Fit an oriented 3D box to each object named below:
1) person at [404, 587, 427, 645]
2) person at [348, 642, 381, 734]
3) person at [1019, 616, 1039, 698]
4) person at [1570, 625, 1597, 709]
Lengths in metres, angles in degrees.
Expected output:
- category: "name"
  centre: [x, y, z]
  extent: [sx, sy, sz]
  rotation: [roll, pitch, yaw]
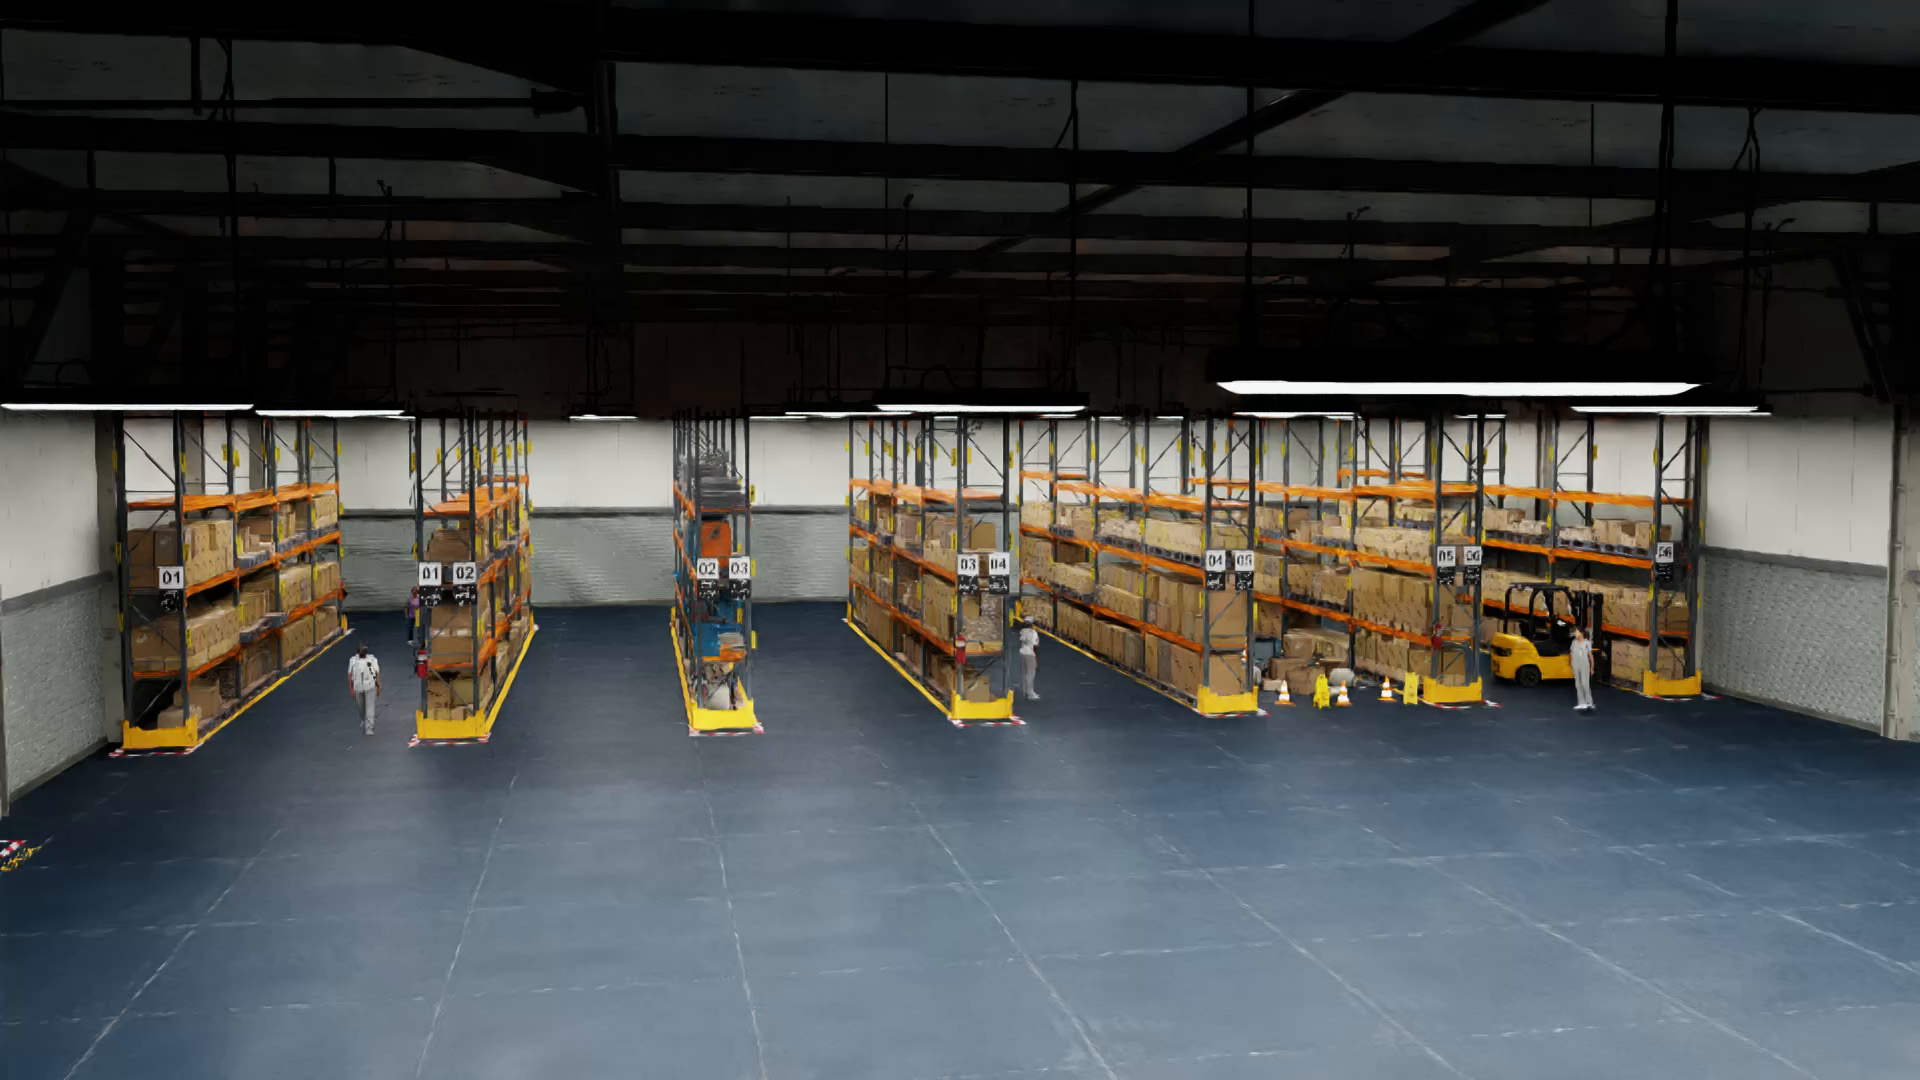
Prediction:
- category: "person"
  centre: [-13.887, 1.945, 42.412]
  extent: [0.566, 1.541, 0.519]
  rotation: [-1, 4, -14]
- category: "person"
  centre: [-10.969, 2.695, 30.571]
  extent: [0.542, 1.675, 1.125]
  rotation: [-1, 4, -9]
- category: "person"
  centre: [1.455, 2.421, 34.529]
  extent: [0.422, 1.677, 0.502]
  rotation: [-3, 5, -40]
- category: "person"
  centre: [12.386, 2.530, 33.043]
  extent: [0.386, 1.666, 0.563]
  rotation: [-4, 5, -42]
